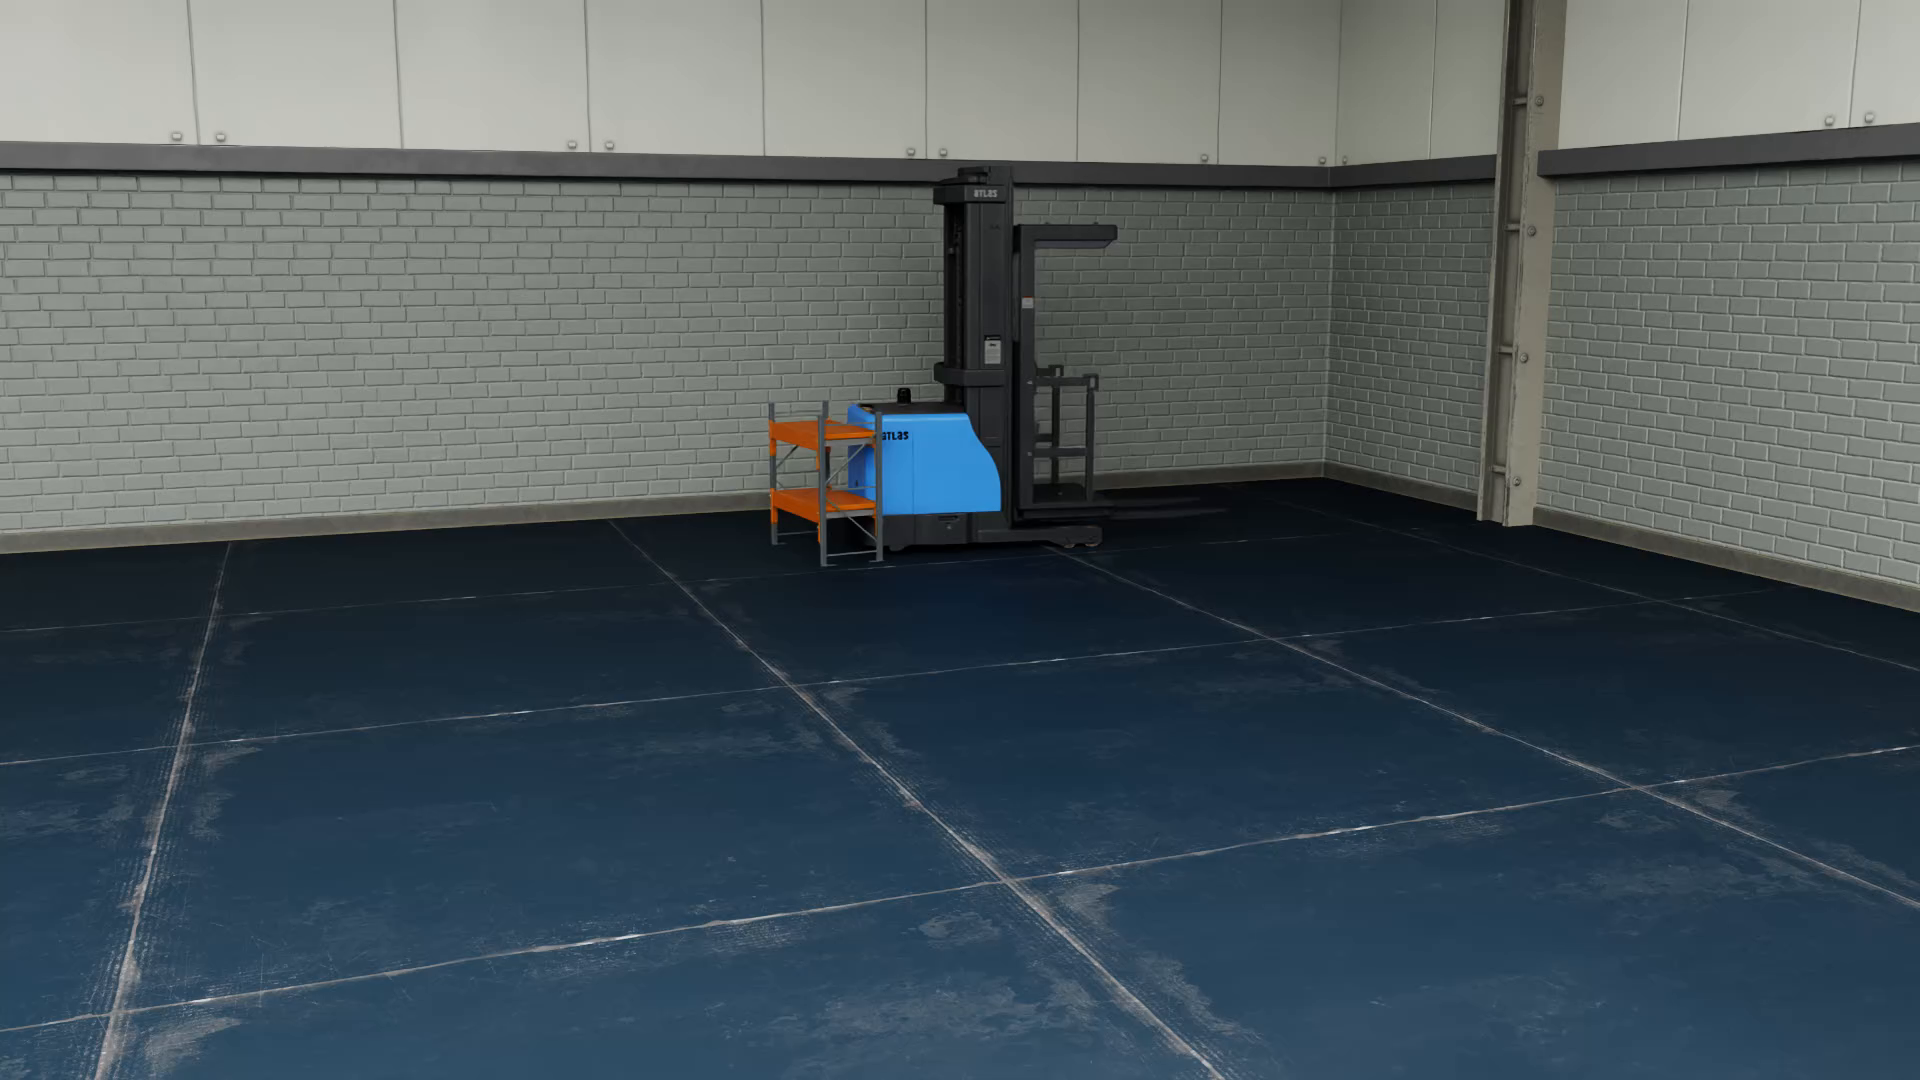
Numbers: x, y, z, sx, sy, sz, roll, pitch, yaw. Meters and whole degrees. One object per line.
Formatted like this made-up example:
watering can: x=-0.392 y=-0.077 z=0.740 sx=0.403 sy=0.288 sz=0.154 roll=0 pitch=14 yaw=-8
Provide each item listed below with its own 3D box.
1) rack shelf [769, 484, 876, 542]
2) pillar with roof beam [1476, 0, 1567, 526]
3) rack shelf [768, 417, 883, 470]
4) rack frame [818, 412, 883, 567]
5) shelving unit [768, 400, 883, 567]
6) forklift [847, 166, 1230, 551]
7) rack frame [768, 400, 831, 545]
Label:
rack shelf: x=-1.041 y=-0.216 z=12.820 sx=0.538 sy=0.278 sz=1.000 roll=-5 pitch=11 yaw=-27
pillar with roof beam: x=0.679 y=-4.313 z=11.974 sx=9.100 sy=9.000 sz=0.400 roll=-4 pitch=11 yaw=-21
rack shelf: x=-1.041 y=-0.745 z=12.726 sx=0.538 sy=0.278 sz=1.000 roll=-5 pitch=11 yaw=-27
rack frame: x=-0.809 y=-0.378 z=12.331 sx=0.500 sy=1.125 sz=0.032 roll=-5 pitch=11 yaw=-27
shelving unit: x=-1.041 y=-0.457 z=12.777 sx=0.538 sy=1.125 sz=1.048 roll=-5 pitch=11 yaw=-27
forklift: x=0.649 y=-1.467 z=13.297 sx=3.031 sy=2.935 sz=1.130 roll=-2 pitch=10 yaw=-12
rack frame: x=-1.272 y=-0.536 z=13.222 sx=0.500 sy=1.125 sz=0.032 roll=-5 pitch=11 yaw=-27
